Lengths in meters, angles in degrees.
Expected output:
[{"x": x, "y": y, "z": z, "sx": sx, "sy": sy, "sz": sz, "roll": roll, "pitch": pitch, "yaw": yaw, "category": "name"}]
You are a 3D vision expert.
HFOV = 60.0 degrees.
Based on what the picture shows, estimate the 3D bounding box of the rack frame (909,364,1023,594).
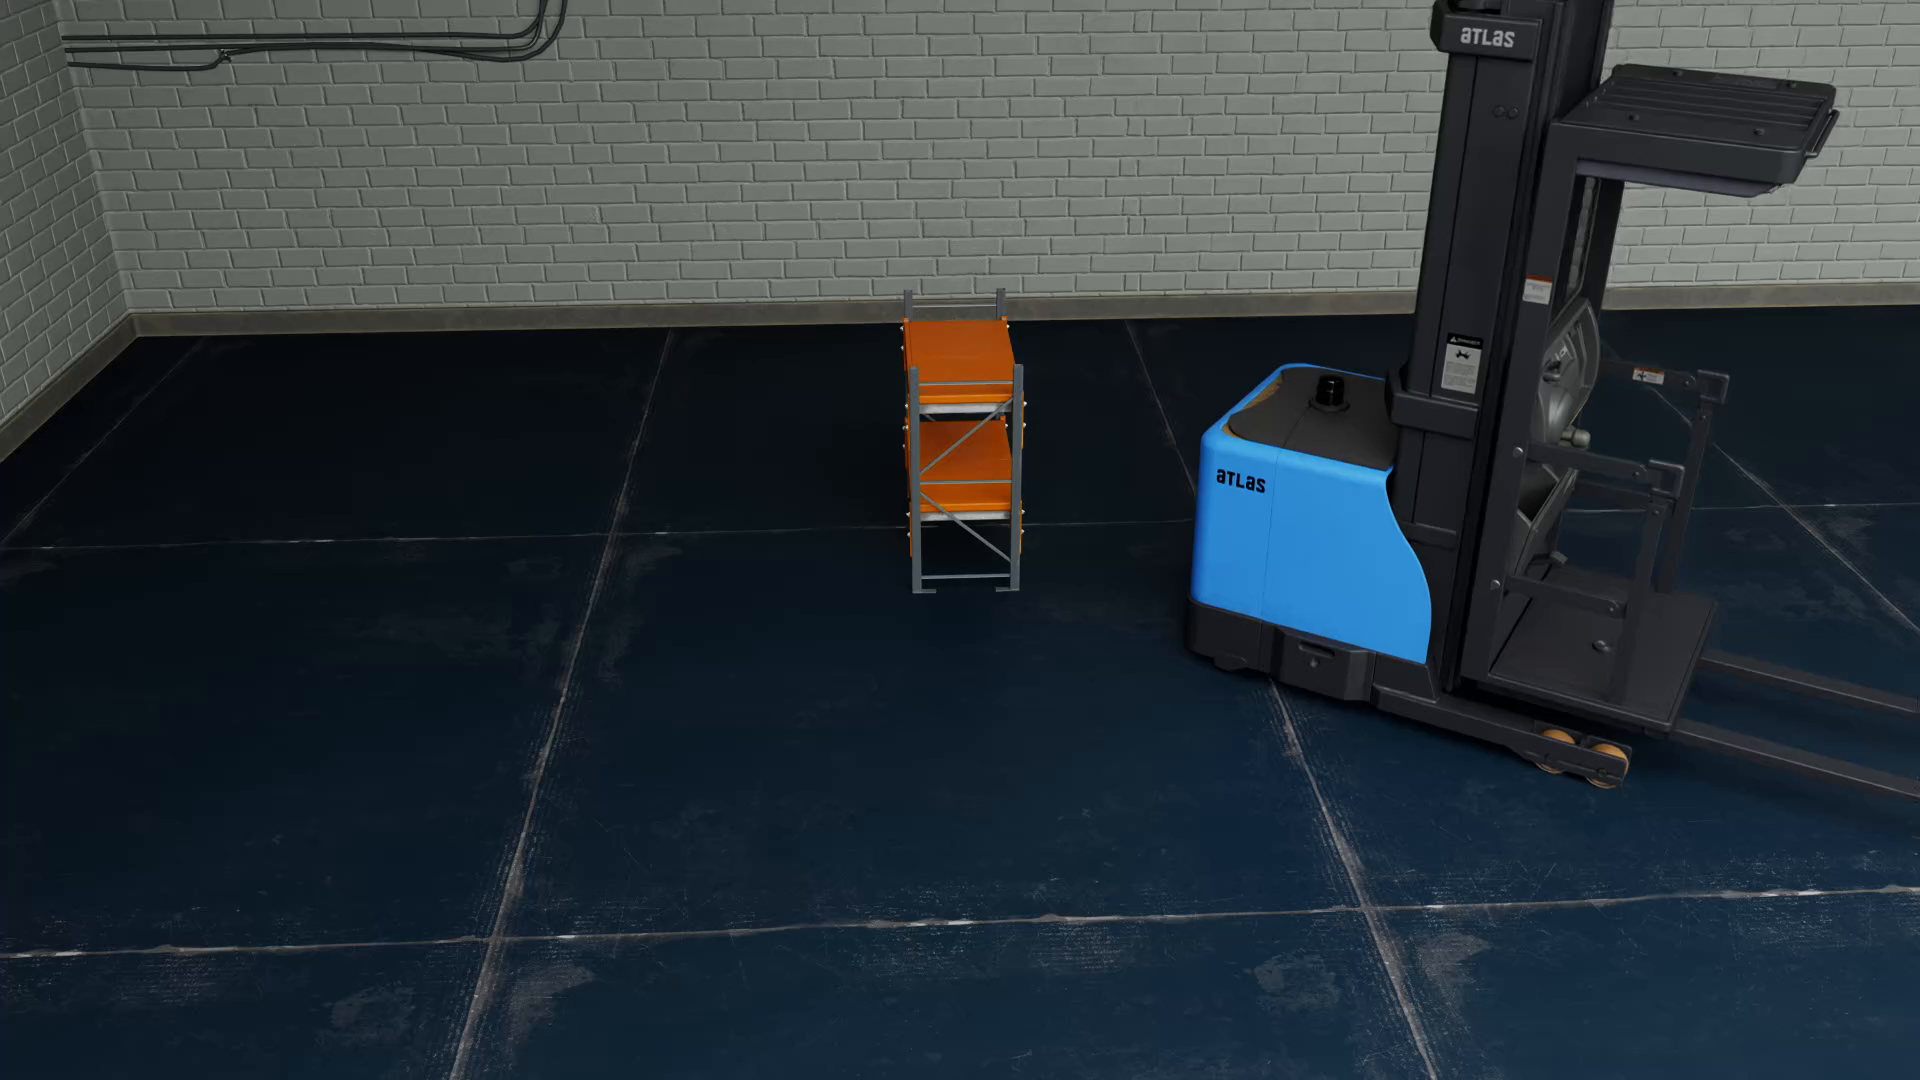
[{"x": 0.027, "y": -0.261, "z": 7.534, "sx": 0.500, "sy": 1.125, "sz": 0.032, "roll": -1, "pitch": 28, "yaw": -3, "category": "rack frame"}]

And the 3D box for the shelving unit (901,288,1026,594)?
[{"x": 0.000, "y": -0.496, "z": 7.984, "sx": 0.538, "sy": 1.125, "sz": 1.048, "roll": -1, "pitch": 28, "yaw": -3, "category": "shelving unit"}]

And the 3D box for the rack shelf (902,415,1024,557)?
[{"x": 0.000, "y": -0.279, "z": 8.097, "sx": 0.538, "sy": 0.278, "sz": 1.000, "roll": -1, "pitch": 28, "yaw": -3, "category": "rack shelf"}]

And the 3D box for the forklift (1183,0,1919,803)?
[{"x": 2.501, "y": -0.624, "z": 6.276, "sx": 3.031, "sy": 2.935, "sz": 1.130, "roll": 15, "pitch": 31, "yaw": 27, "category": "forklift"}]

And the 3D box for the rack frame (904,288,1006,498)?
[{"x": -0.026, "y": -0.730, "z": 8.434, "sx": 0.500, "sy": 1.125, "sz": 0.032, "roll": -1, "pitch": 28, "yaw": -3, "category": "rack frame"}]

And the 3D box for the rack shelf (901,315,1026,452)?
[{"x": 0.000, "y": -0.755, "z": 7.849, "sx": 0.538, "sy": 0.278, "sz": 1.000, "roll": -1, "pitch": 28, "yaw": -3, "category": "rack shelf"}]

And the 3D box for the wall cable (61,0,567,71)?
[{"x": -3.888, "y": -3.954, "z": 9.458, "sx": 3.097, "sy": 2.526, "sz": 0.112, "roll": -1, "pitch": 28, "yaw": -3, "category": "wall cable"}]
